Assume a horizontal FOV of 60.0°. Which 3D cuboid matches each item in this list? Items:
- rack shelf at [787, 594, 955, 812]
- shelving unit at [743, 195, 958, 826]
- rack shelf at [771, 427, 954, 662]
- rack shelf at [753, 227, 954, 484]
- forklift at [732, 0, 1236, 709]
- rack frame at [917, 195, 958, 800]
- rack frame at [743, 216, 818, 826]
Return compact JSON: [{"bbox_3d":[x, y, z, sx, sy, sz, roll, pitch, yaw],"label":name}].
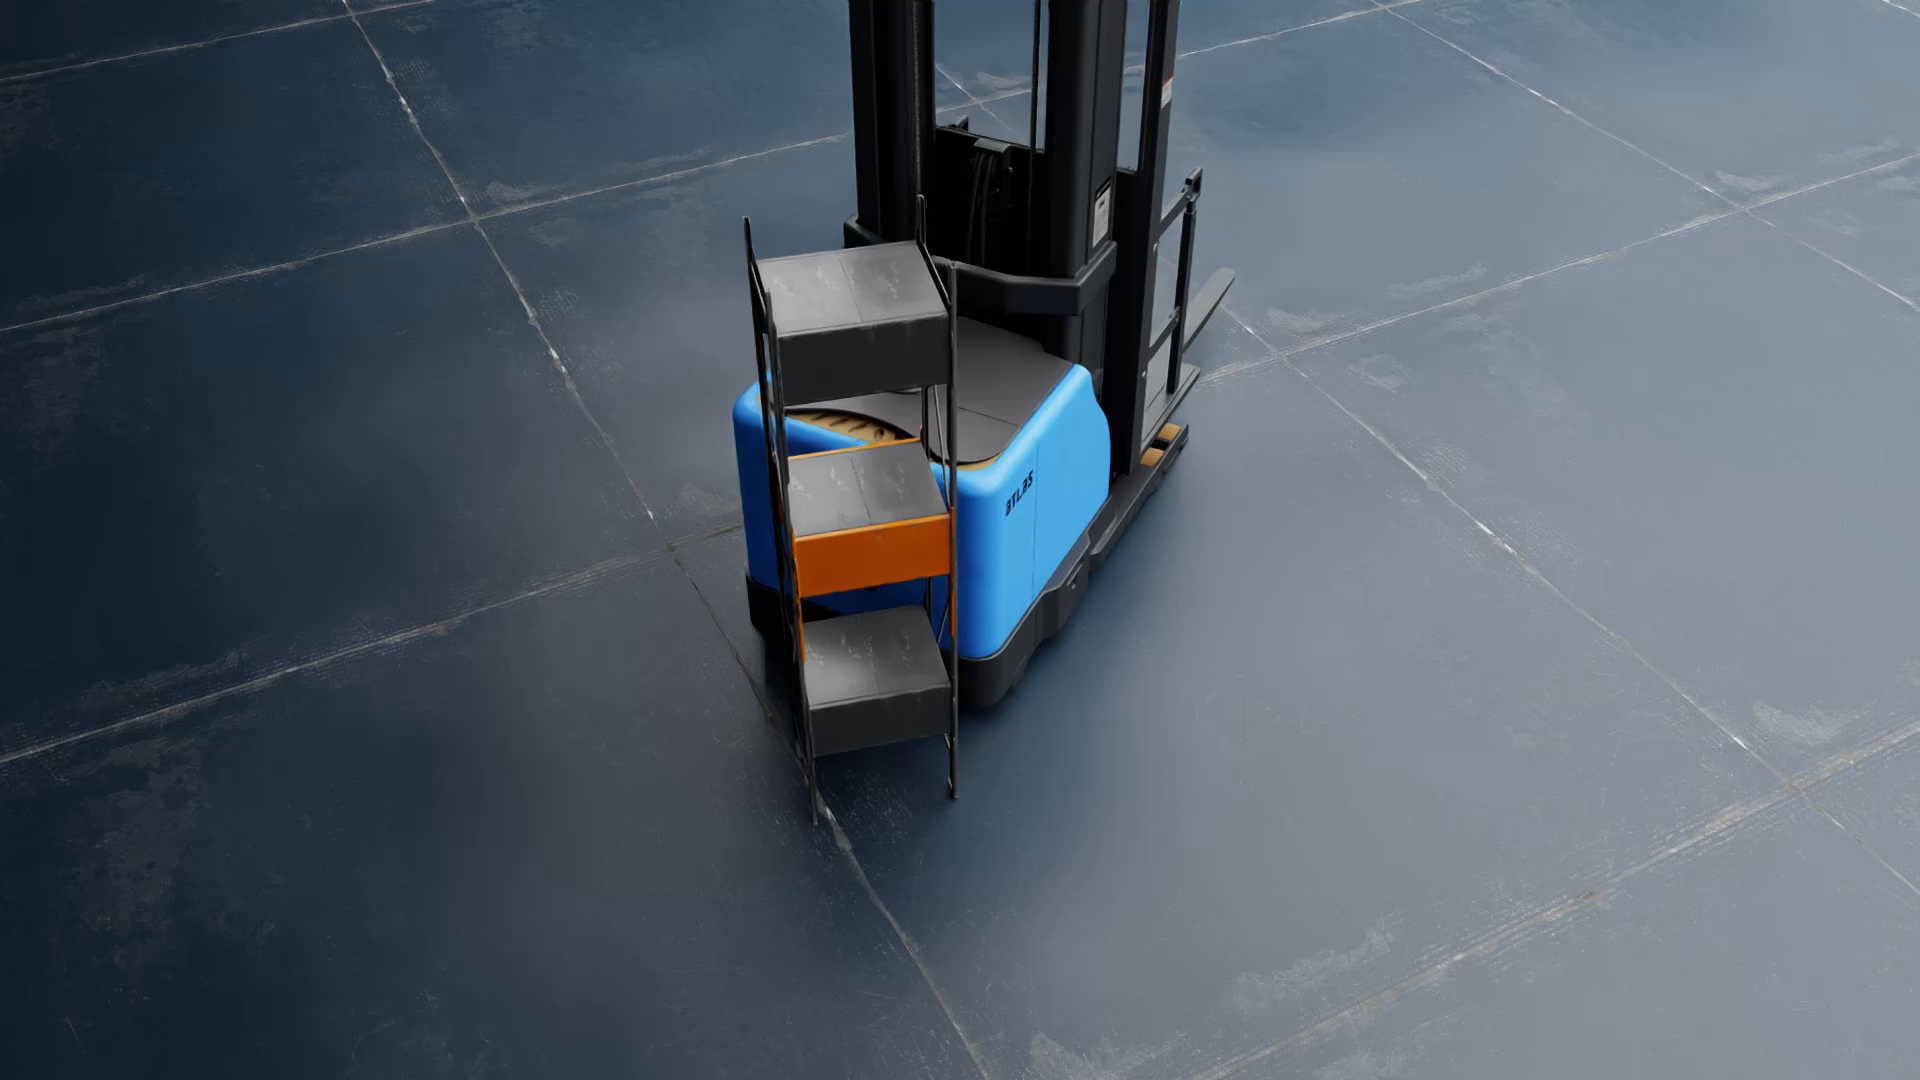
[{"bbox_3d":[-0.299,0.545,5.584,0.480,0.518,0.431,-9,41,-10],"label":"rack shelf"},{"bbox_3d":[-0.300,0.002,5.121,0.503,2.100,0.431,-9,41,-10],"label":"shelving unit"},{"bbox_3d":[-0.300,0.012,5.130,0.480,0.518,0.431,-9,41,-10],"label":"rack shelf"},{"bbox_3d":[-0.301,-0.520,4.675,0.480,0.518,0.431,-9,41,-10],"label":"rack shelf"},{"bbox_3d":[0.326,-1.463,6.209,1.130,2.935,3.031,18,44,20],"label":"forklift"},{"bbox_3d":[-0.063,-0.036,5.165,0.015,2.100,0.400,-9,41,-10],"label":"rack frame"},{"bbox_3d":[-0.537,0.040,5.076,0.015,2.100,0.400,-9,41,-10],"label":"rack frame"}]
